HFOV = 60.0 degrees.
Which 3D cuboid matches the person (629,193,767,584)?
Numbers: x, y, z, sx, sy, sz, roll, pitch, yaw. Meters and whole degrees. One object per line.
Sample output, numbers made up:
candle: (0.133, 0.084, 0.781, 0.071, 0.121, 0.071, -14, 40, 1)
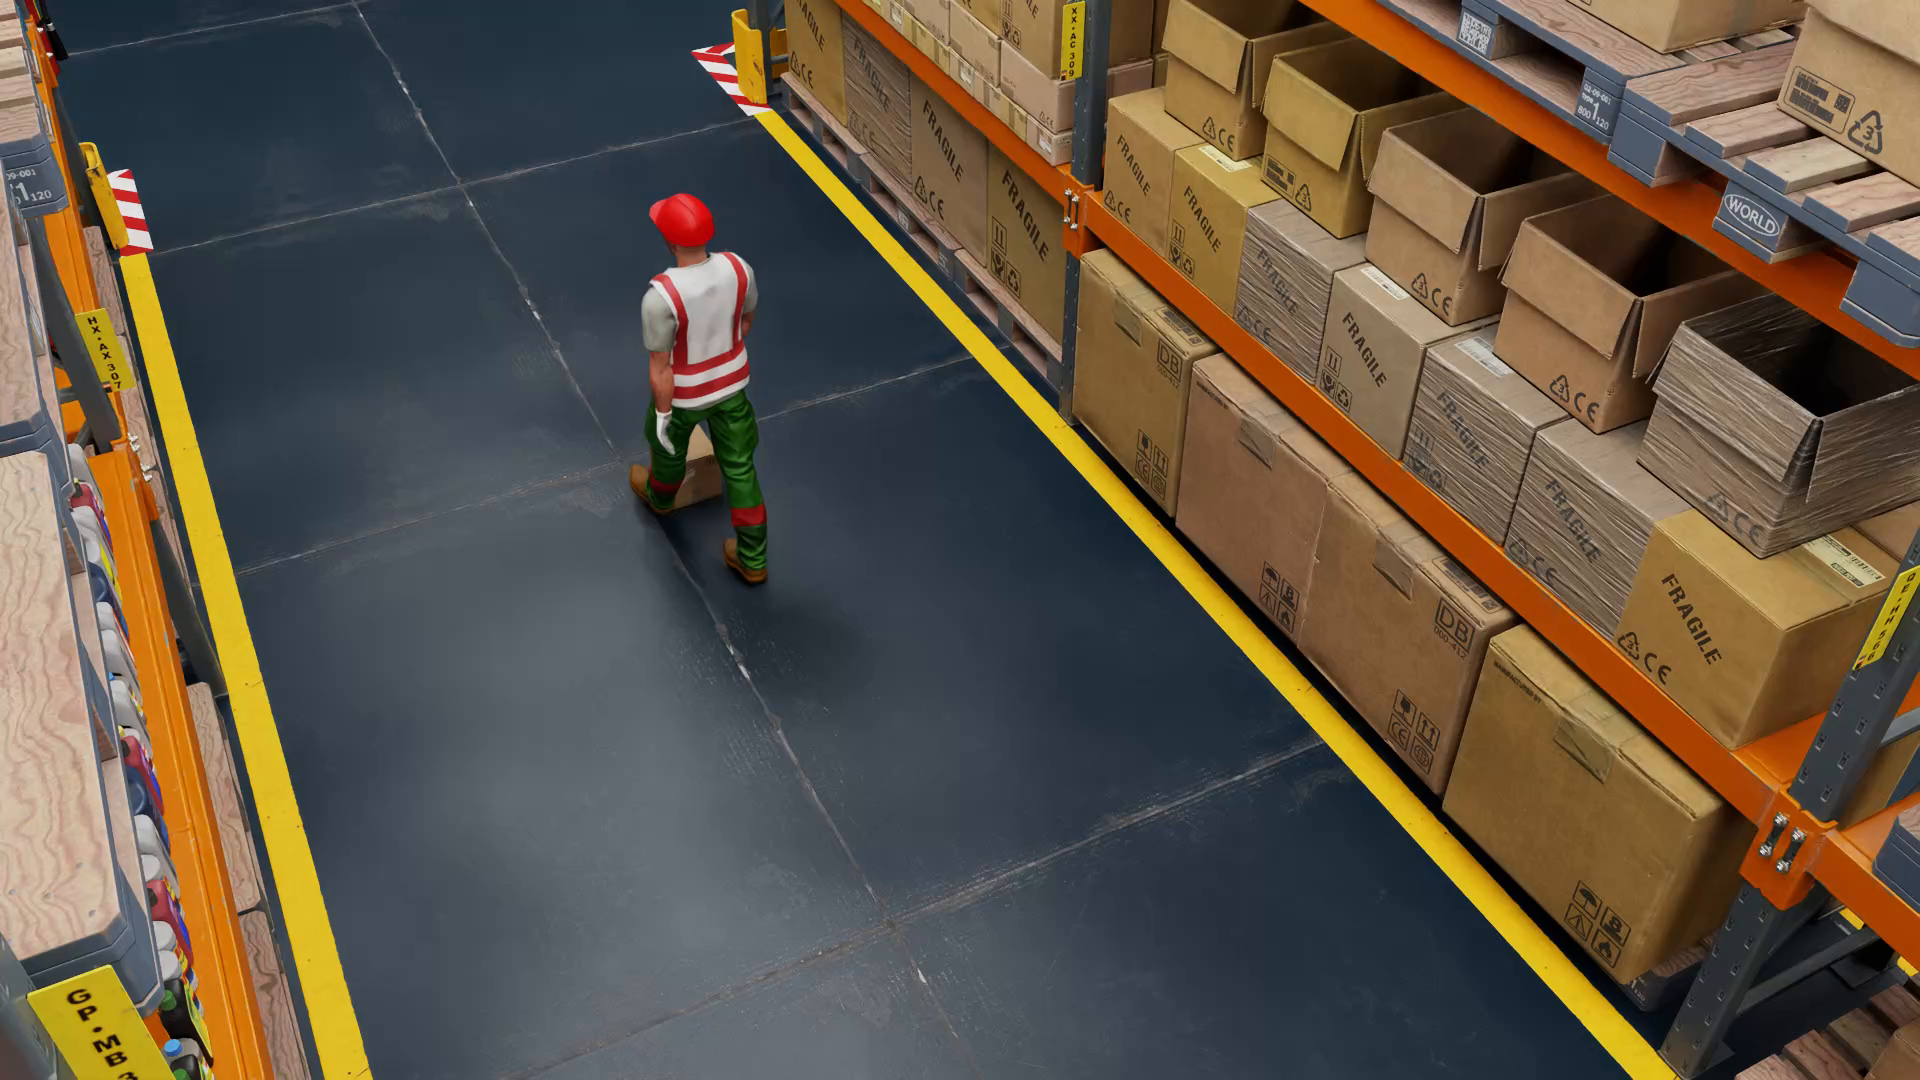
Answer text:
person: (-1.127, -0.718, 6.948, 0.547, 1.748, 0.927, -22, 46, -24)
